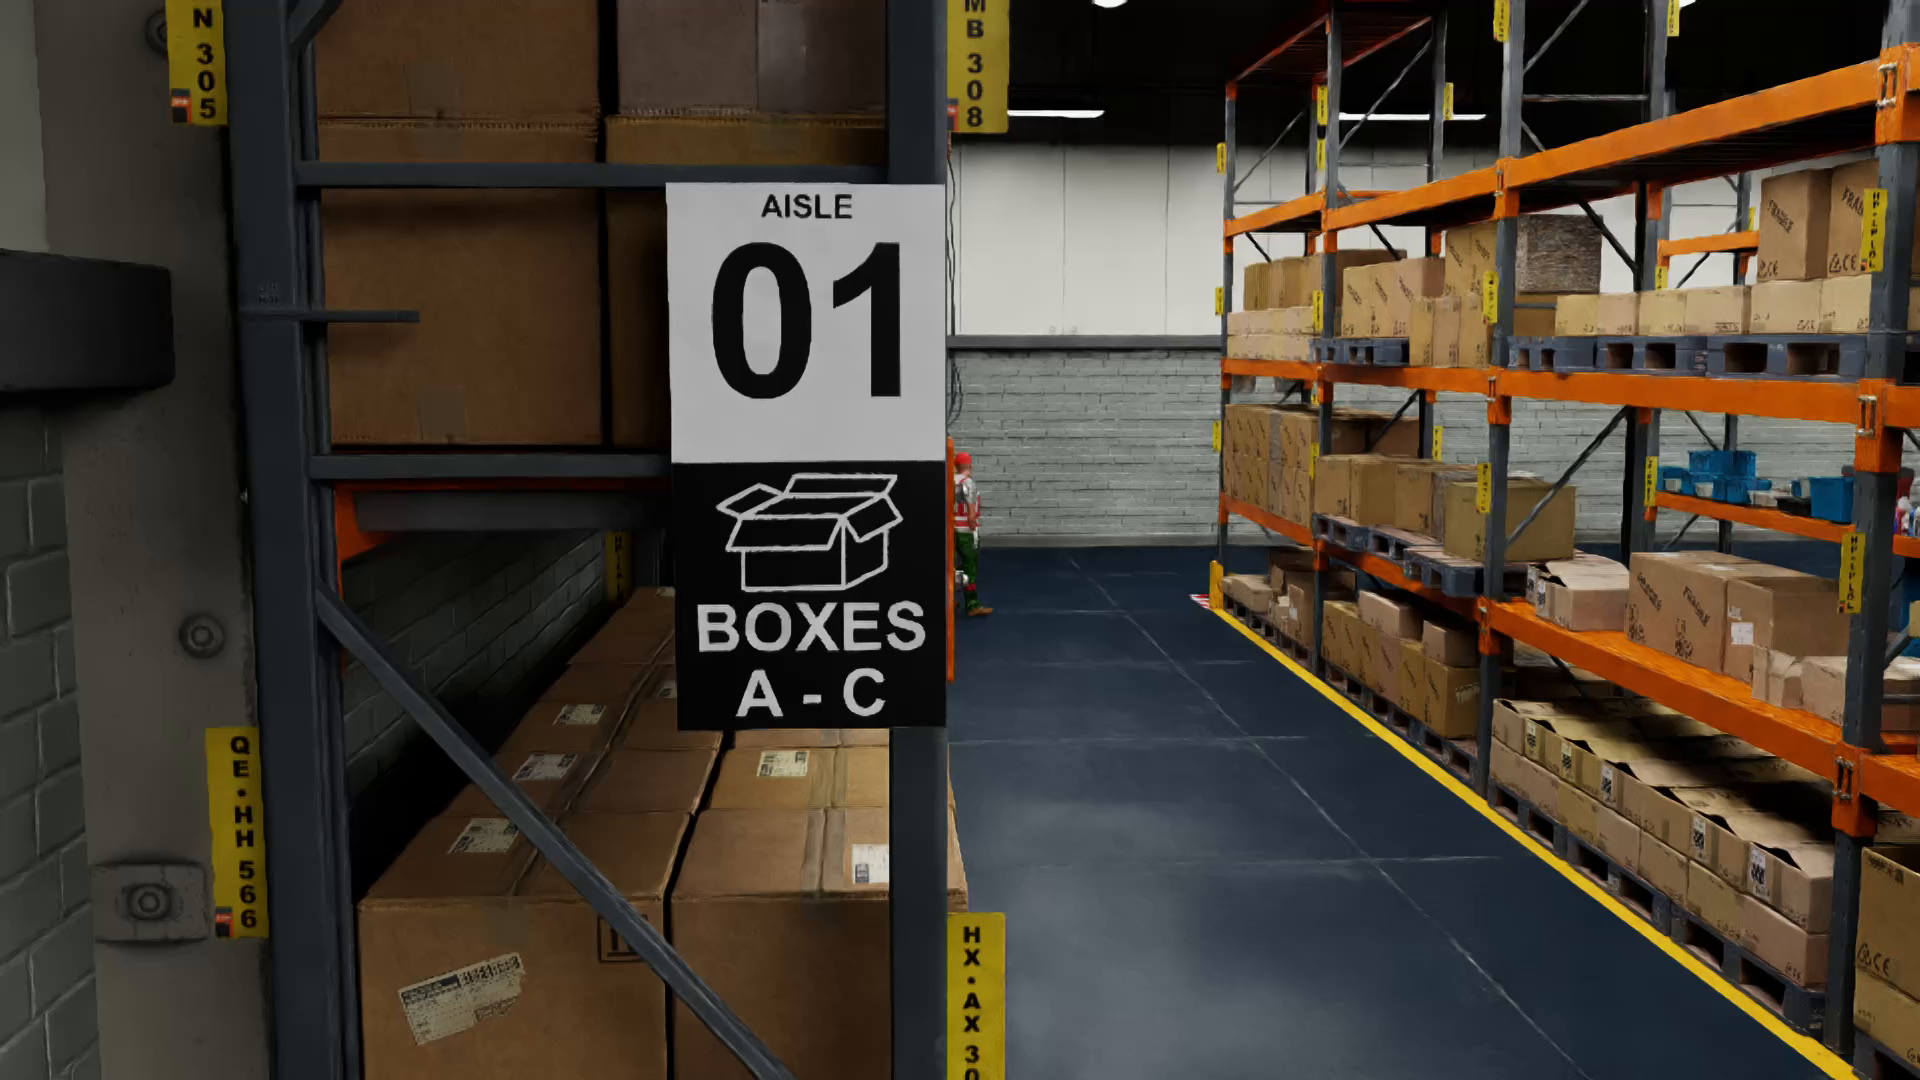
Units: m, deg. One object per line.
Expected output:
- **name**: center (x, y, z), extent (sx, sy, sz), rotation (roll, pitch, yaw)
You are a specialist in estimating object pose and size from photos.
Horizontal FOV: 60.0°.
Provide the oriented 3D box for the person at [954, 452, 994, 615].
- **person**: center (0.022, -0.080, 18.288), extent (0.532, 1.775, 0.607), rotation (-3, 7, -25)
